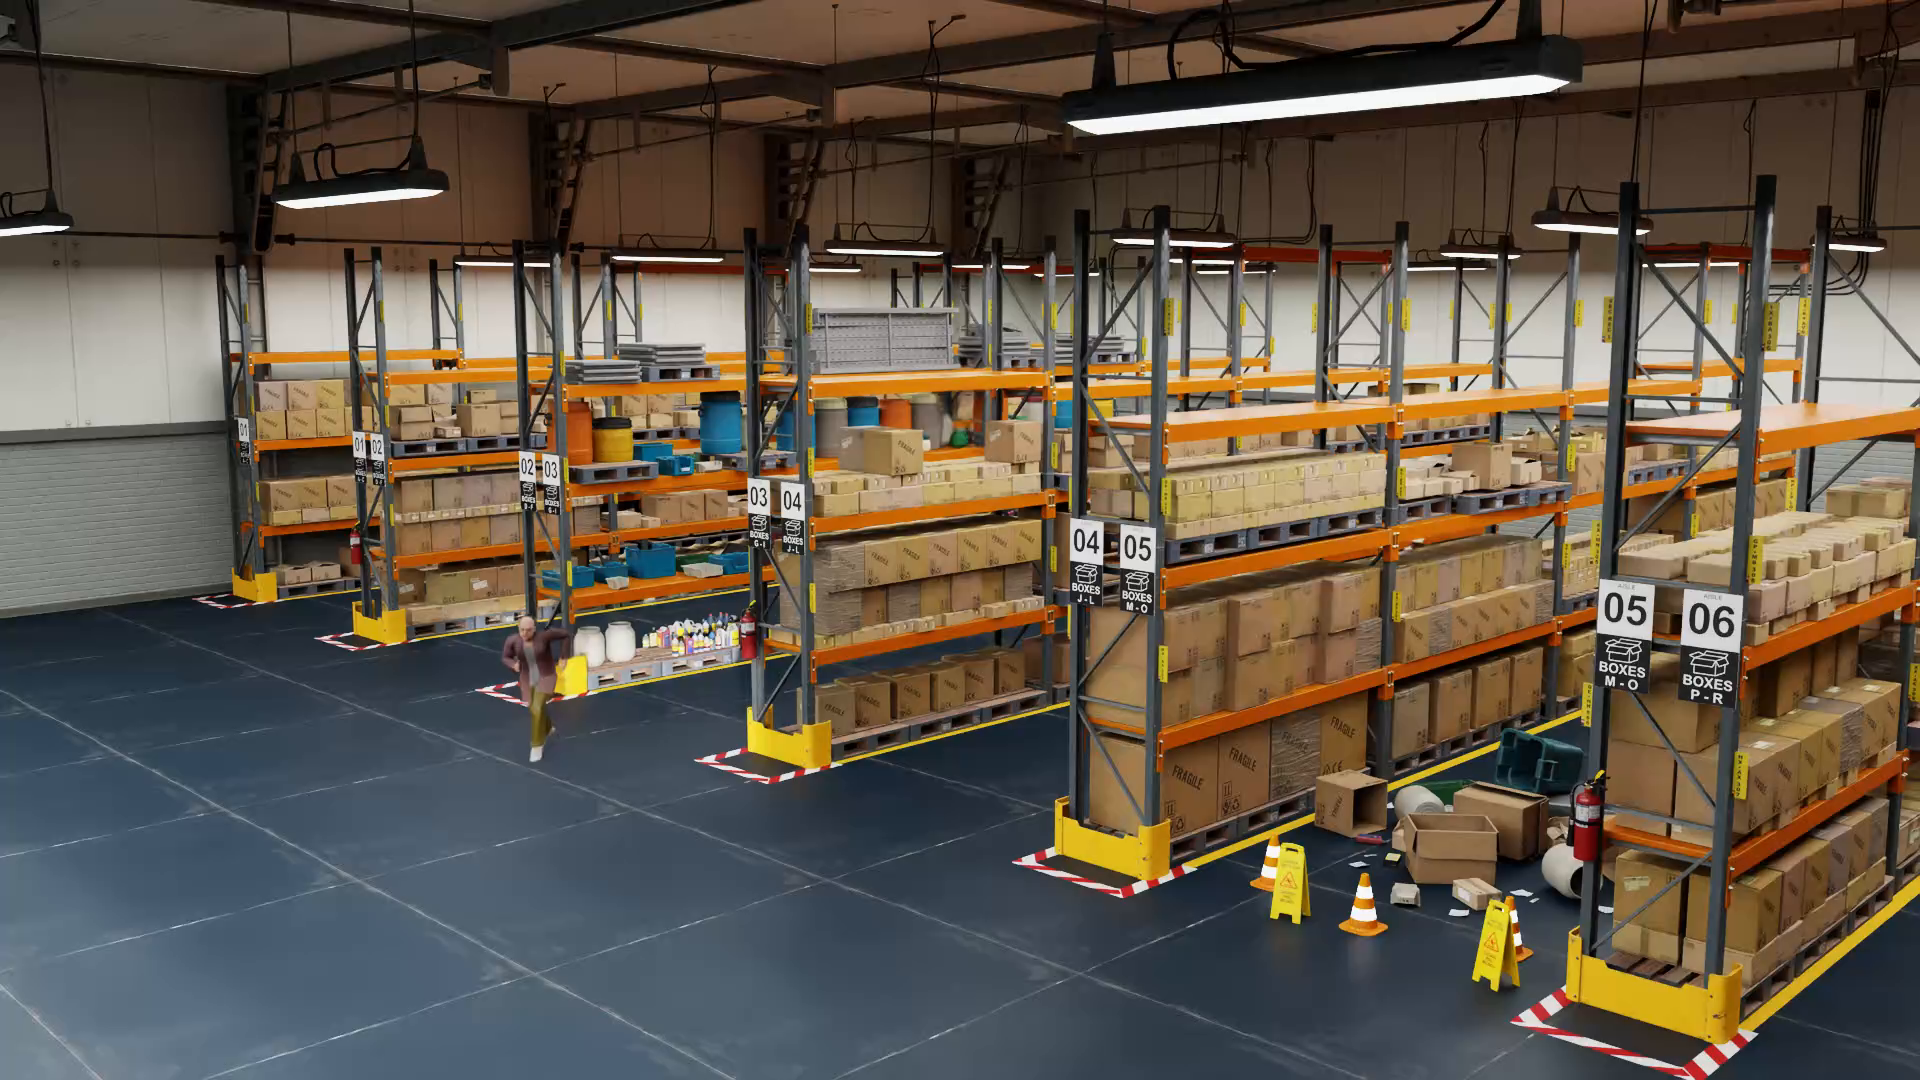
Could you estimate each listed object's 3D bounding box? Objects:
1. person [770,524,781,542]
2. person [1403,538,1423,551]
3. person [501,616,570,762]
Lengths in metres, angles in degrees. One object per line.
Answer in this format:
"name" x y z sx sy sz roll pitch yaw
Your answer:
"person" -3.845 -0.593 34.936 0.649 1.679 0.764 8 11 43
"person" 7.118 0.713 25.722 0.693 1.689 0.774 6 10 35
"person" -4.839 1.669 19.137 0.752 1.730 1.072 0 8 1
